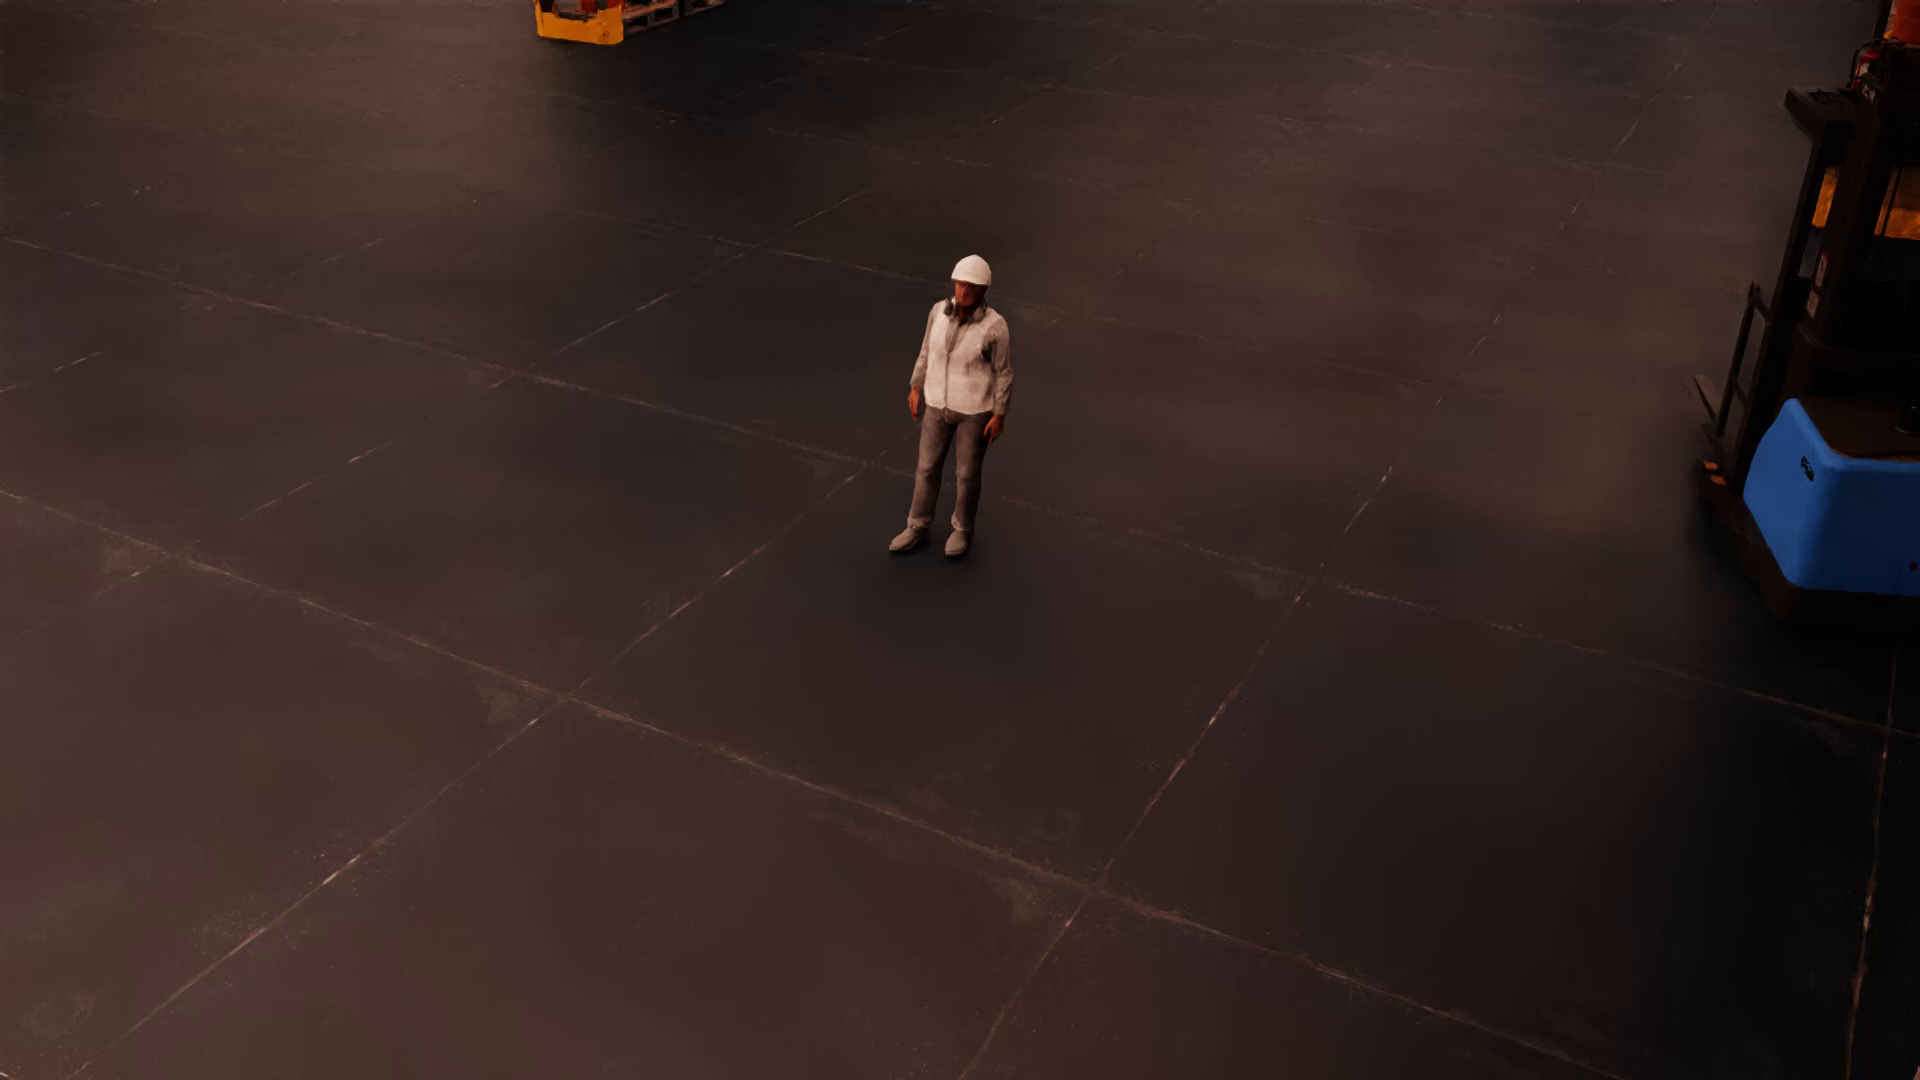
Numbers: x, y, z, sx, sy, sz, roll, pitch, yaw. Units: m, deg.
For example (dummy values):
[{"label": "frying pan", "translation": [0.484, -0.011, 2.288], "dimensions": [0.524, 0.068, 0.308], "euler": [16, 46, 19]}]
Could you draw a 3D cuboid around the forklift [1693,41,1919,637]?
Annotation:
[{"label": "forklift", "translation": [5.202, -1.448, 9.580], "dimensions": [1.130, 2.935, 3.031], "euler": [4, 30, 8]}]

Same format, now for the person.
[{"label": "person", "translation": [-0.037, -0.749, 9.512], "dimensions": [0.632, 1.773, 0.567], "euler": [15, 33, 25]}]
